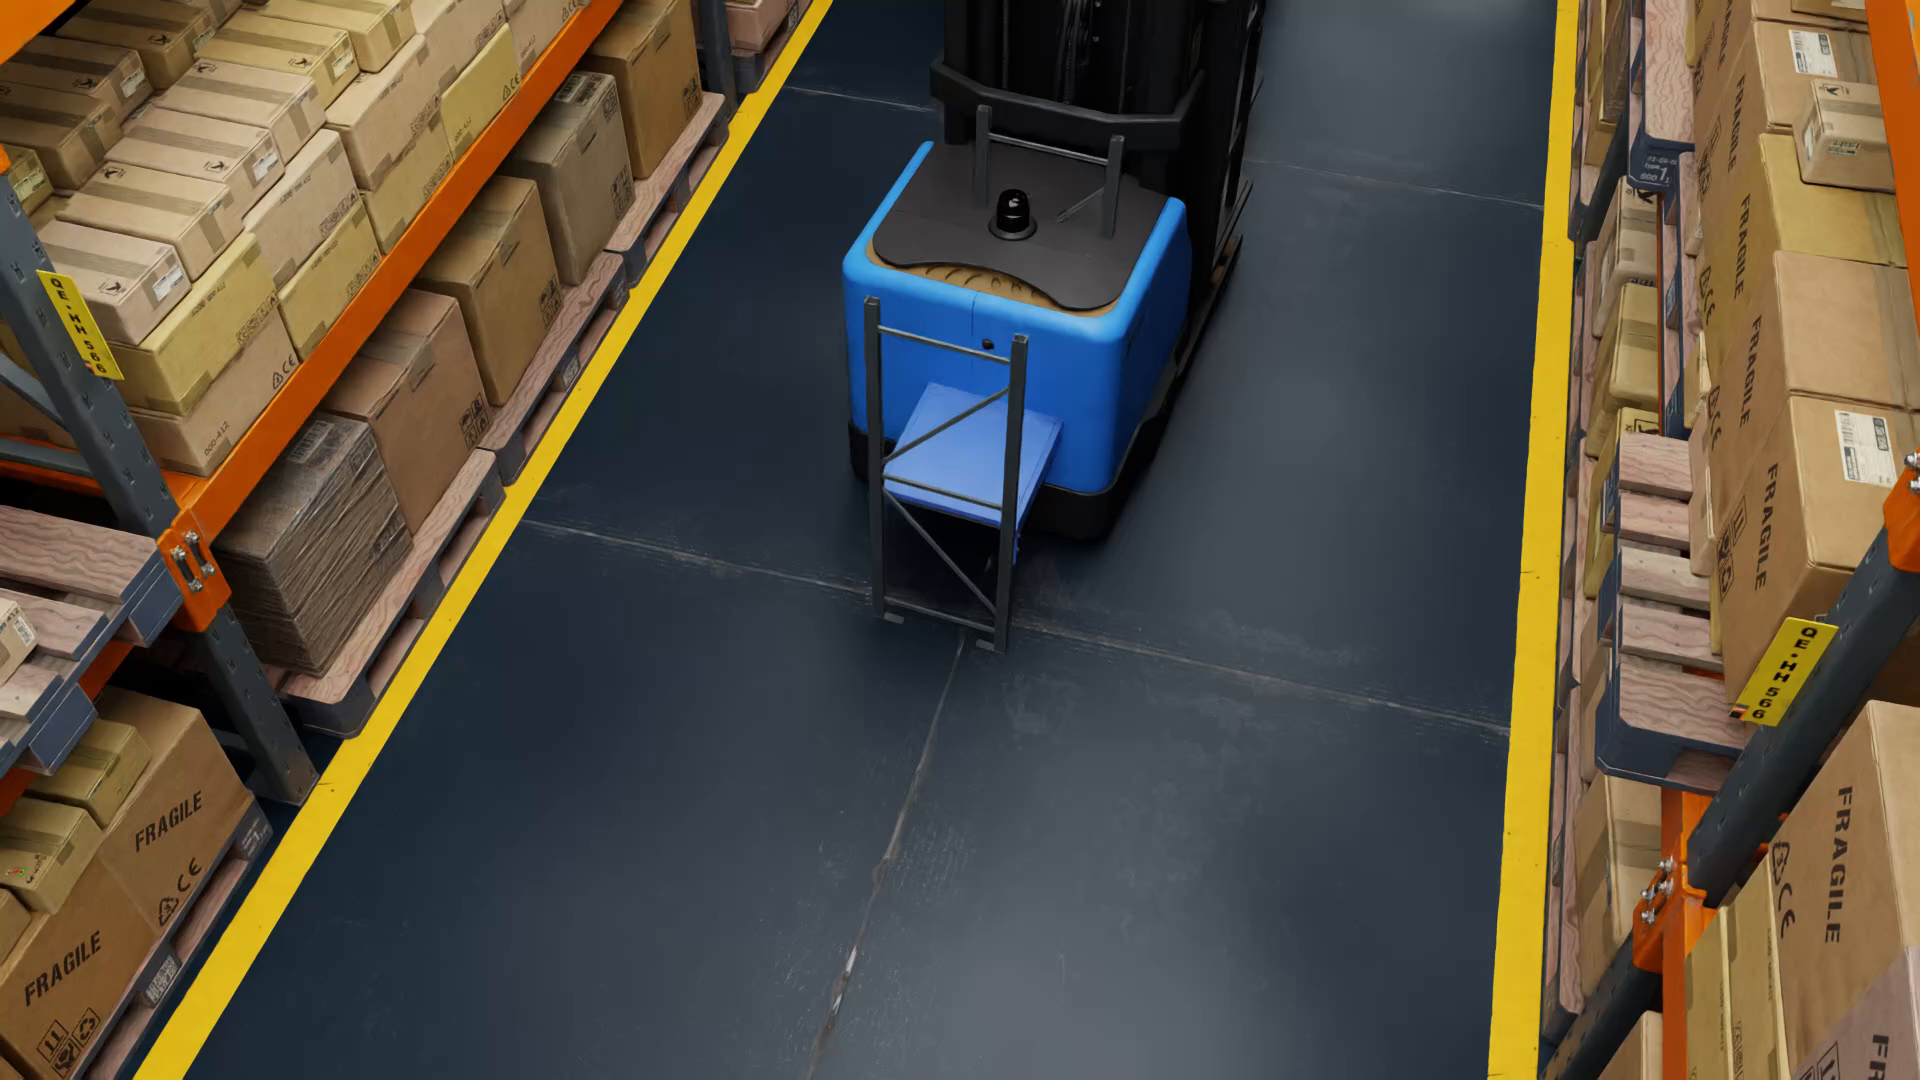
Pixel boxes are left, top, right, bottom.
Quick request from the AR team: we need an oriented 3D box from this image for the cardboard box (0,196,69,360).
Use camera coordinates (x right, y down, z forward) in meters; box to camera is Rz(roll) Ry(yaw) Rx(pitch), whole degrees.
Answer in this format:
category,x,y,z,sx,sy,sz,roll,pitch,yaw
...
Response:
category,x,y,z,sx,sy,sz,roll,pitch,yaw
cardboard box,-2.782,-0.750,4.677,0.500,0.250,0.500,13,50,11

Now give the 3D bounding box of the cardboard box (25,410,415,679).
category,x,y,z,sx,sy,sz,roll,pitch,yaw
cardboard box,-2.455,-0.056,5.602,0.875,0.625,0.625,13,50,11

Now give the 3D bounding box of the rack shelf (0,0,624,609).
category,x,y,z,sx,sy,sz,roll,pitch,yaw
rack shelf,-2.106,-1.463,6.020,1.077,0.370,4.000,12,50,10

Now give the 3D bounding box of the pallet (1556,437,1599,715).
category,x,y,z,sx,sy,sz,roll,pitch,yaw
pallet,2.688,0.201,5.932,1.003,0.211,1.213,12,50,10

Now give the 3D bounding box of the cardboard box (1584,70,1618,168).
category,x,y,z,sx,sy,sz,roll,pitch,yaw
cardboard box,3.107,-1.880,7.463,0.500,0.250,0.500,14,50,12

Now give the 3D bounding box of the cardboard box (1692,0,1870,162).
category,x,y,z,sx,sy,sz,roll,pitch,yaw
cardboard box,2.536,-1.441,4.976,0.500,0.500,0.500,11,50,10

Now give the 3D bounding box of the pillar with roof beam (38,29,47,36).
category,x,y,z,sx,sy,sz,roll,pitch,yaw
pillar with roof beam,0.995,-2.511,2.464,9.100,9.000,0.400,12,50,10

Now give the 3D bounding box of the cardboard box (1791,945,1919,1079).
category,x,y,z,sx,sy,sz,roll,pitch,yaw
cardboard box,1.671,1.028,2.609,0.500,0.500,0.500,12,50,10

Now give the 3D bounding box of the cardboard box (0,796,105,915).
category,x,y,z,sx,sy,sz,roll,pitch,yaw
cardboard box,-2.560,0.830,4.471,0.380,0.149,0.250,9,49,8

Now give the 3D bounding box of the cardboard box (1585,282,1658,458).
category,x,y,z,sx,sy,sz,roll,pitch,yaw
cardboard box,2.889,-0.539,6.198,0.950,0.372,0.625,14,50,12

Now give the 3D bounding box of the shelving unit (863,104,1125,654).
category,x,y,z,sx,sy,sz,roll,pitch,yaw
shelving unit,0.112,-0.516,5.700,0.538,1.500,1.048,16,51,12

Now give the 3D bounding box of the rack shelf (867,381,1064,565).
category,x,y,z,sx,sy,sz,roll,pitch,yaw
rack shelf,0.109,-0.400,5.837,0.538,0.185,1.000,16,51,12

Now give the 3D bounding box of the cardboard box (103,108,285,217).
category,x,y,z,sx,sy,sz,roll,pitch,yaw
cardboard box,-2.152,-1.059,4.684,0.380,0.149,0.250,13,50,11

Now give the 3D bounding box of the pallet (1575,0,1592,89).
category,x,y,z,sx,sy,sz,roll,pitch,yaw
pallet,3.672,-2.626,8.427,1.003,0.211,1.213,12,50,10

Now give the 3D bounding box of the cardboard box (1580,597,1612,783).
category,x,y,z,sx,sy,sz,roll,pitch,yaw
cardboard box,2.502,0.511,5.271,0.950,0.372,0.625,11,49,9

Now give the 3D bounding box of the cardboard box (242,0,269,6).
category,x,y,z,sx,sy,sz,roll,pitch,yaw
cardboard box,-2.356,-1.891,5.419,0.380,0.149,0.250,13,50,11

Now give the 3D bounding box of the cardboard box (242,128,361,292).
category,x,y,z,sx,sy,sz,roll,pitch,yaw
cardboard box,-2.147,-1.005,4.903,0.500,0.250,0.500,13,50,11

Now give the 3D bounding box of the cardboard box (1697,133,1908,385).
category,x,y,z,sx,sy,sz,roll,pitch,yaw
cardboard box,2.266,-0.673,4.298,0.500,0.500,0.500,9,49,7

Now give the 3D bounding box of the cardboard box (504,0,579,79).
category,x,y,z,sx,sy,sz,roll,pitch,yaw
cardboard box,-1.747,-1.964,6.083,0.500,0.250,0.500,12,50,10

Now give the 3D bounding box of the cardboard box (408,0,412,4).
category,x,y,z,sx,sy,sz,roll,pitch,yaw
cardboard box,-1.959,-1.817,5.354,0.380,0.149,0.250,12,50,10

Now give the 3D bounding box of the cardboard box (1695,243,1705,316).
category,x,y,z,sx,sy,sz,roll,pitch,yaw
cardboard box,2.348,-0.753,4.801,0.380,0.149,0.250,10,49,9

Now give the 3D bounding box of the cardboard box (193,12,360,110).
category,x,y,z,sx,sy,sz,roll,pitch,yaw
cardboard box,-2.058,-1.438,5.019,0.380,0.149,0.250,12,50,10

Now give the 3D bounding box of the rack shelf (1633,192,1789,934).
category,x,y,z,sx,sy,sz,roll,pitch,yaw
rack shelf,2.684,-0.486,5.158,1.077,0.370,4.000,12,50,10

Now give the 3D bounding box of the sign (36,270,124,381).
category,x,y,z,sx,sy,sz,roll,pitch,yaw
sign,-2.106,-0.511,3.981,0.100,0.325,0.005,12,50,10

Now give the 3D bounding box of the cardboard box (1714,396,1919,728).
category,x,y,z,sx,sy,sz,roll,pitch,yaw
cardboard box,2.009,0.069,3.644,0.500,0.500,0.500,10,49,9

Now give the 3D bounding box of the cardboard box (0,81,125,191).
category,x,y,z,sx,sy,sz,roll,pitch,yaw
cardboard box,-2.654,-1.164,4.777,0.380,0.149,0.250,12,50,10

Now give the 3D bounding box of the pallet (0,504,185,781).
category,x,y,z,sx,sy,sz,roll,pitch,yaw
pallet,-2.743,0.314,4.101,1.213,0.211,1.003,12,50,10

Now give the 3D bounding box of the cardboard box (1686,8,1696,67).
category,x,y,z,sx,sy,sz,roll,pitch,yaw
cardboard box,2.686,-1.710,5.646,0.380,0.149,0.250,12,50,11

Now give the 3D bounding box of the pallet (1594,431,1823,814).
category,x,y,z,sx,sy,sz,roll,pitch,yaw
pallet,2.242,0.250,4.157,1.213,0.211,1.003,12,50,10

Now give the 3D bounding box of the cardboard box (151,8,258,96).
category,x,y,z,sx,sy,sz,roll,pitch,yaw
cardboard box,-2.514,-1.482,5.324,0.500,0.250,0.500,11,50,10

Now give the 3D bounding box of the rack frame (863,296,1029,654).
category,x,y,z,sx,sy,sz,roll,pitch,yaw
rack frame,-0.057,-0.154,5.387,0.500,1.500,0.032,16,51,12

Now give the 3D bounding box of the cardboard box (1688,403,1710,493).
category,x,y,z,sx,sy,sz,roll,pitch,yaw
cardboard box,2.115,-0.196,4.310,0.380,0.149,0.250,9,49,8

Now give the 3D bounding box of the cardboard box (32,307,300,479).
category,x,y,z,sx,sy,sz,roll,pitch,yaw
cardboard box,-2.280,-0.477,4.771,0.500,0.250,0.500,12,50,10

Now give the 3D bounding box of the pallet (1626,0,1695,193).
category,x,y,z,sx,sy,sz,roll,pitch,yaw
pallet,2.869,-1.583,5.774,1.003,0.211,1.213,12,50,10

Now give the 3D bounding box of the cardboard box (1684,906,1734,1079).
category,x,y,z,sx,sy,sz,roll,pitch,yaw
cardboard box,1.786,1.077,3.399,0.500,0.250,0.500,11,49,9

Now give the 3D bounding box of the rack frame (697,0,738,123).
category,x,y,z,sx,sy,sz,roll,pitch,yaw
rack frame,-1.579,-3.147,7.027,1.000,3.000,0.127,12,50,10

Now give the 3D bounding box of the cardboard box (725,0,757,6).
category,x,y,z,sx,sy,sz,roll,pitch,yaw
cardboard box,-1.154,-2.831,7.968,0.500,0.250,0.500,11,50,10

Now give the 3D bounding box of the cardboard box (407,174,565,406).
category,x,y,z,sx,sy,sz,roll,pitch,yaw
cardboard box,-2.113,-1.017,6.451,0.875,0.625,0.625,10,49,8

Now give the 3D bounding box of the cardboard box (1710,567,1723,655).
category,x,y,z,sx,sy,sz,roll,pitch,yaw
cardboard box,2.018,0.175,3.982,0.380,0.149,0.250,12,50,11

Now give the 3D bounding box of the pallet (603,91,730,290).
category,x,y,z,sx,sy,sz,roll,pitch,yaw
pallet,-1.736,-1.684,7.595,1.003,0.211,1.213,12,50,10

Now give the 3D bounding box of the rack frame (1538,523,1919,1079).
category,x,y,z,sx,sy,sz,roll,pitch,yaw
rack frame,2.158,0.723,3.611,1.000,3.000,0.127,12,50,10

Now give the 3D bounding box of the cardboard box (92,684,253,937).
category,x,y,z,sx,sy,sz,roll,pitch,yaw
cardboard box,-2.536,0.782,4.946,0.500,0.500,0.500,13,50,11

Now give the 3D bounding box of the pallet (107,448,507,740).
category,x,y,z,sx,sy,sz,roll,pitch,yaw
pallet,-2.378,0.081,6.038,1.003,0.211,1.213,12,50,10

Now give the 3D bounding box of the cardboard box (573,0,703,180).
category,x,y,z,sx,sy,sz,roll,pitch,yaw
cardboard box,-1.706,-2.121,7.425,0.875,0.625,0.625,14,50,12

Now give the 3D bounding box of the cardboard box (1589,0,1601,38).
category,x,y,z,sx,sy,sz,roll,pitch,yaw
cardboard box,3.376,-2.634,8.128,0.500,0.250,0.500,12,50,11

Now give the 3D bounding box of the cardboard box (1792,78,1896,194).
category,x,y,z,sx,sy,sz,roll,pitch,yaw
cardboard box,2.316,-1.001,4.155,0.380,0.149,0.250,9,49,8

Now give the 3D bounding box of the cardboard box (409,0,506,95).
category,x,y,z,sx,sy,sz,roll,pitch,yaw
cardboard box,-1.881,-1.754,5.564,0.500,0.250,0.500,12,50,11

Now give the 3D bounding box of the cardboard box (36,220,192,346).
category,x,y,z,sx,sy,sz,roll,pitch,yaw
cardboard box,-2.264,-0.674,4.345,0.380,0.149,0.250,13,50,11

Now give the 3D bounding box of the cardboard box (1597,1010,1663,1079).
category,x,y,z,sx,sy,sz,roll,pitch,yaw
cardboard box,1.896,1.770,3.824,0.875,0.875,0.875,11,50,10

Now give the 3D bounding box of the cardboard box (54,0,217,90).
category,x,y,z,sx,sy,sz,roll,pitch,yaw
cardboard box,-2.512,-1.529,5.099,0.380,0.149,0.250,11,50,10

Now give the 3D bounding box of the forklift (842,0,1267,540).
category,x,y,z,sx,sy,sz,roll,pitch,yaw
forklift,0.585,-2.100,6.149,1.130,2.935,3.031,16,51,14

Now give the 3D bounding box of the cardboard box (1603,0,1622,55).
category,x,y,z,sx,sy,sz,roll,pitch,yaw
cardboard box,3.239,-2.497,7.507,0.500,0.500,0.500,12,50,11

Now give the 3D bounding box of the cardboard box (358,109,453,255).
category,x,y,z,sx,sy,sz,roll,pitch,yaw
cardboard box,-2.014,-1.214,5.421,0.500,0.250,0.500,10,49,9

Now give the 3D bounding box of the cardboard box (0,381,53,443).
category,x,y,z,sx,sy,sz,roll,pitch,yaw
cardboard box,-2.761,-0.580,4.861,0.500,0.250,0.500,11,49,9

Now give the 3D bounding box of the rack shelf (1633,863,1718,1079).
category,x,y,z,sx,sy,sz,roll,pitch,yaw
rack shelf,1.631,2.407,2.604,1.077,0.370,4.000,12,50,10
